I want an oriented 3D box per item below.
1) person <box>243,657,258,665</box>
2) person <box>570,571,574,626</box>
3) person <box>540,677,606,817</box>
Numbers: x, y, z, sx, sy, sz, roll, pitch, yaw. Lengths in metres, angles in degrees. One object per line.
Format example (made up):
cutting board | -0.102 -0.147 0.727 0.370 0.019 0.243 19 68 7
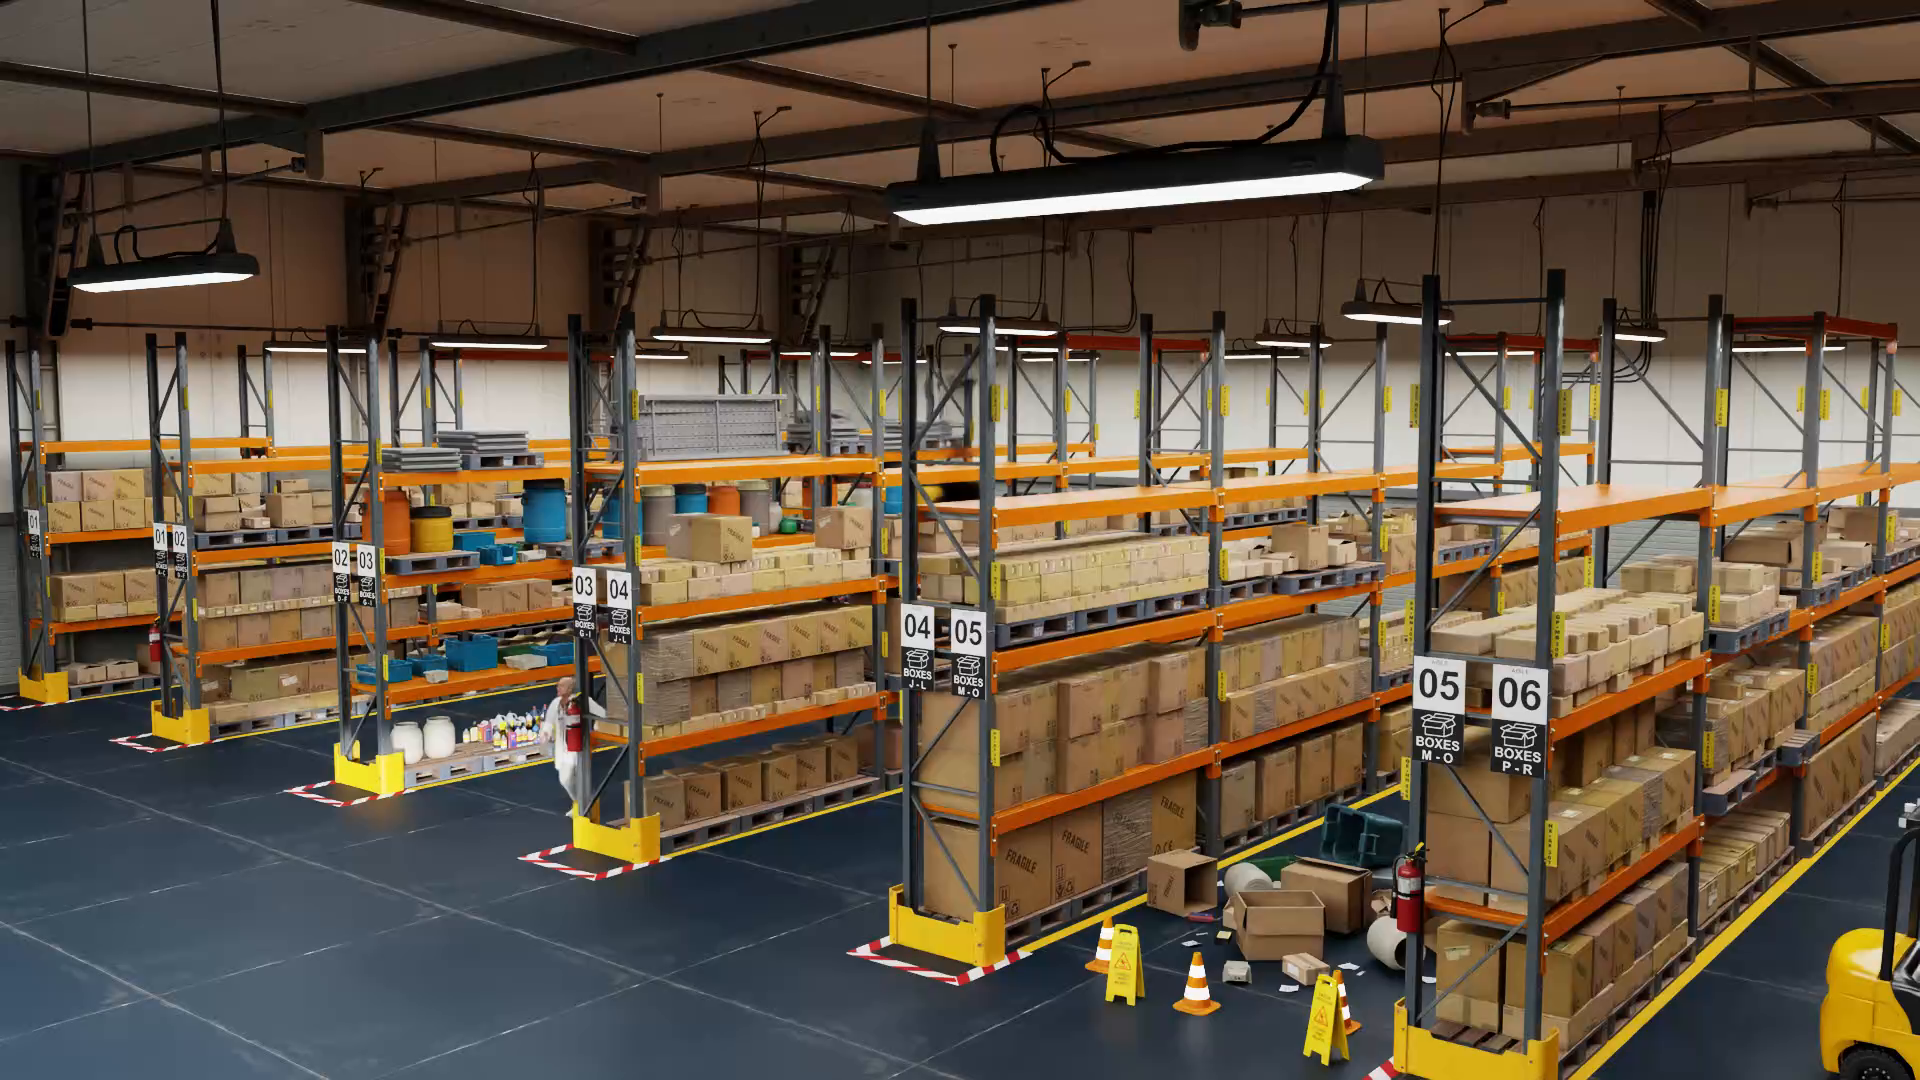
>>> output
person | -11.804 1.855 27.808 0.619 1.678 1.024 2 6 26
person | -7.337 1.363 32.501 0.633 1.699 0.862 5 7 44
person | -4.679 2.506 19.960 0.732 1.733 0.785 3 6 26
